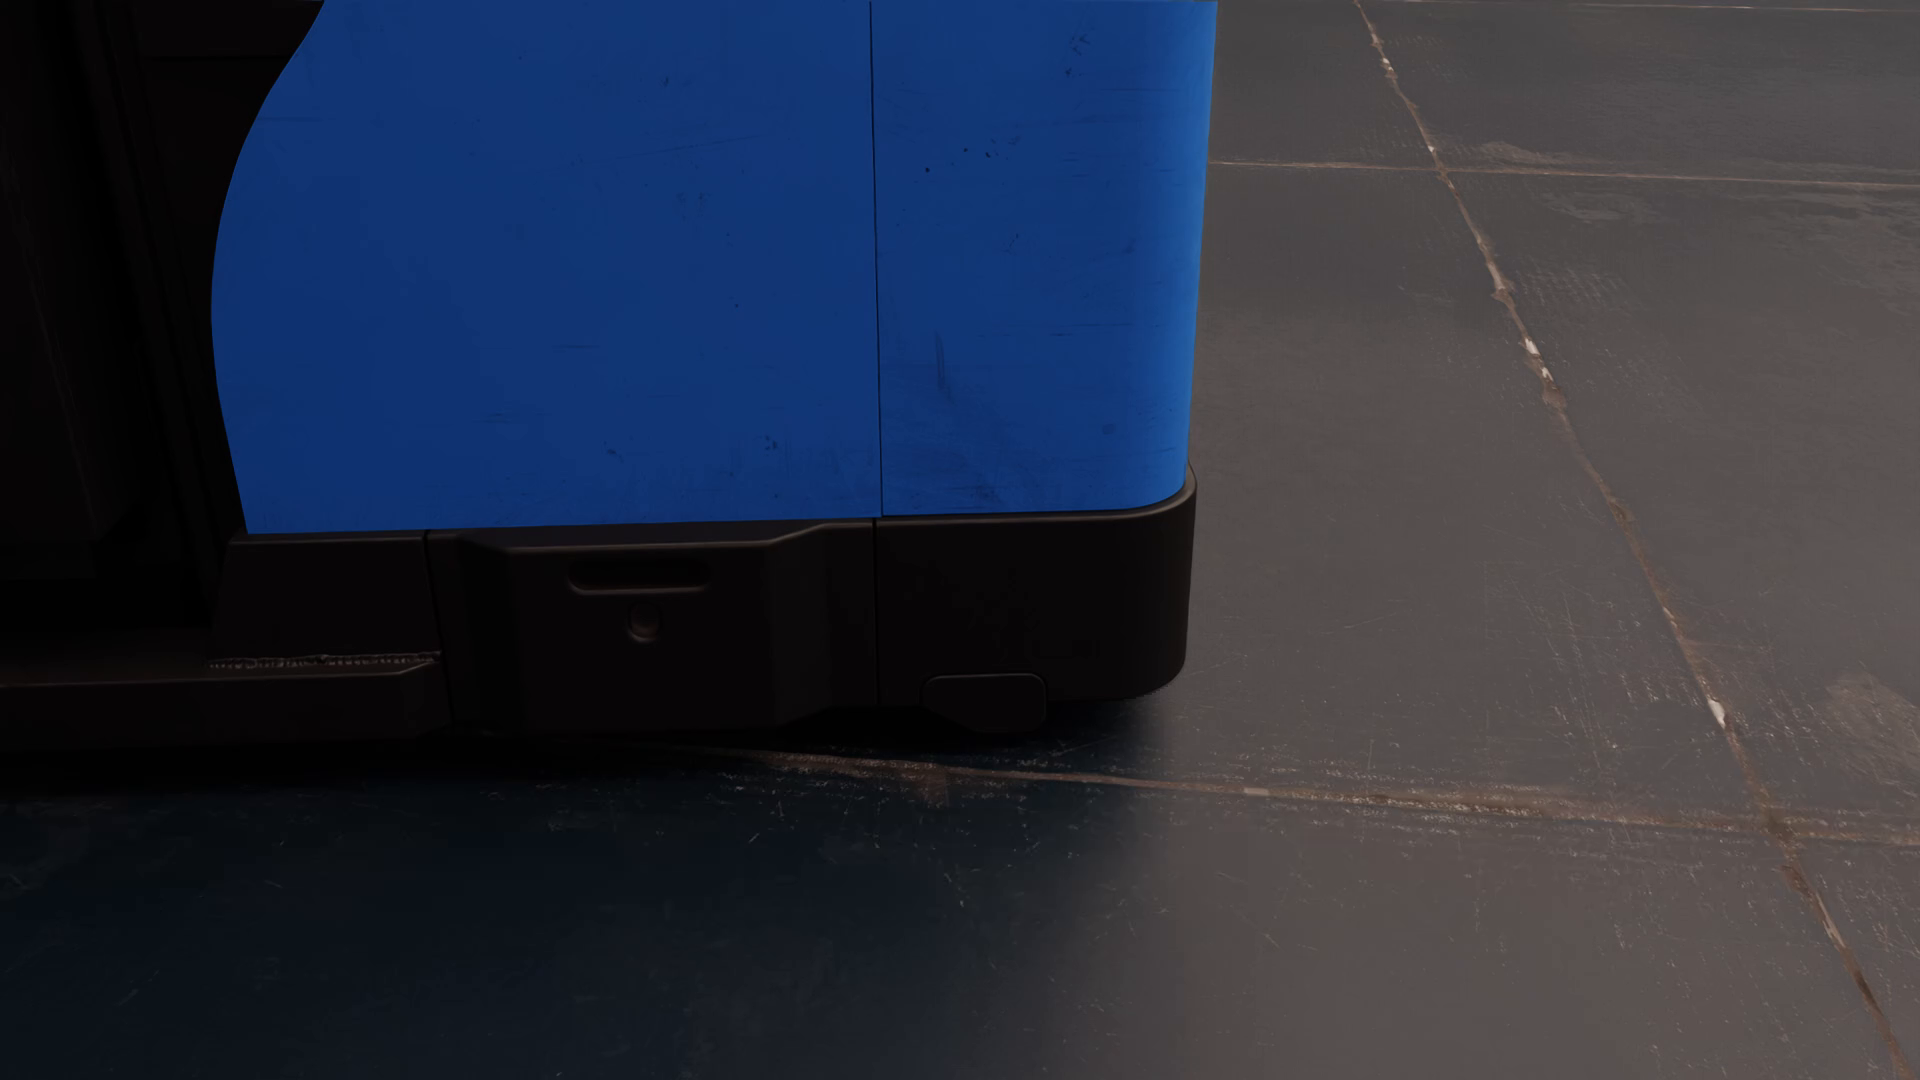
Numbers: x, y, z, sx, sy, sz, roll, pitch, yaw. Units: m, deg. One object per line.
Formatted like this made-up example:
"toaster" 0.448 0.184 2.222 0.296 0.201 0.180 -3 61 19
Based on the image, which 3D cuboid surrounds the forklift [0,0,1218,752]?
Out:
"forklift" -1.261 -1.253 1.729 3.031 2.935 1.130 -2 27 -3
